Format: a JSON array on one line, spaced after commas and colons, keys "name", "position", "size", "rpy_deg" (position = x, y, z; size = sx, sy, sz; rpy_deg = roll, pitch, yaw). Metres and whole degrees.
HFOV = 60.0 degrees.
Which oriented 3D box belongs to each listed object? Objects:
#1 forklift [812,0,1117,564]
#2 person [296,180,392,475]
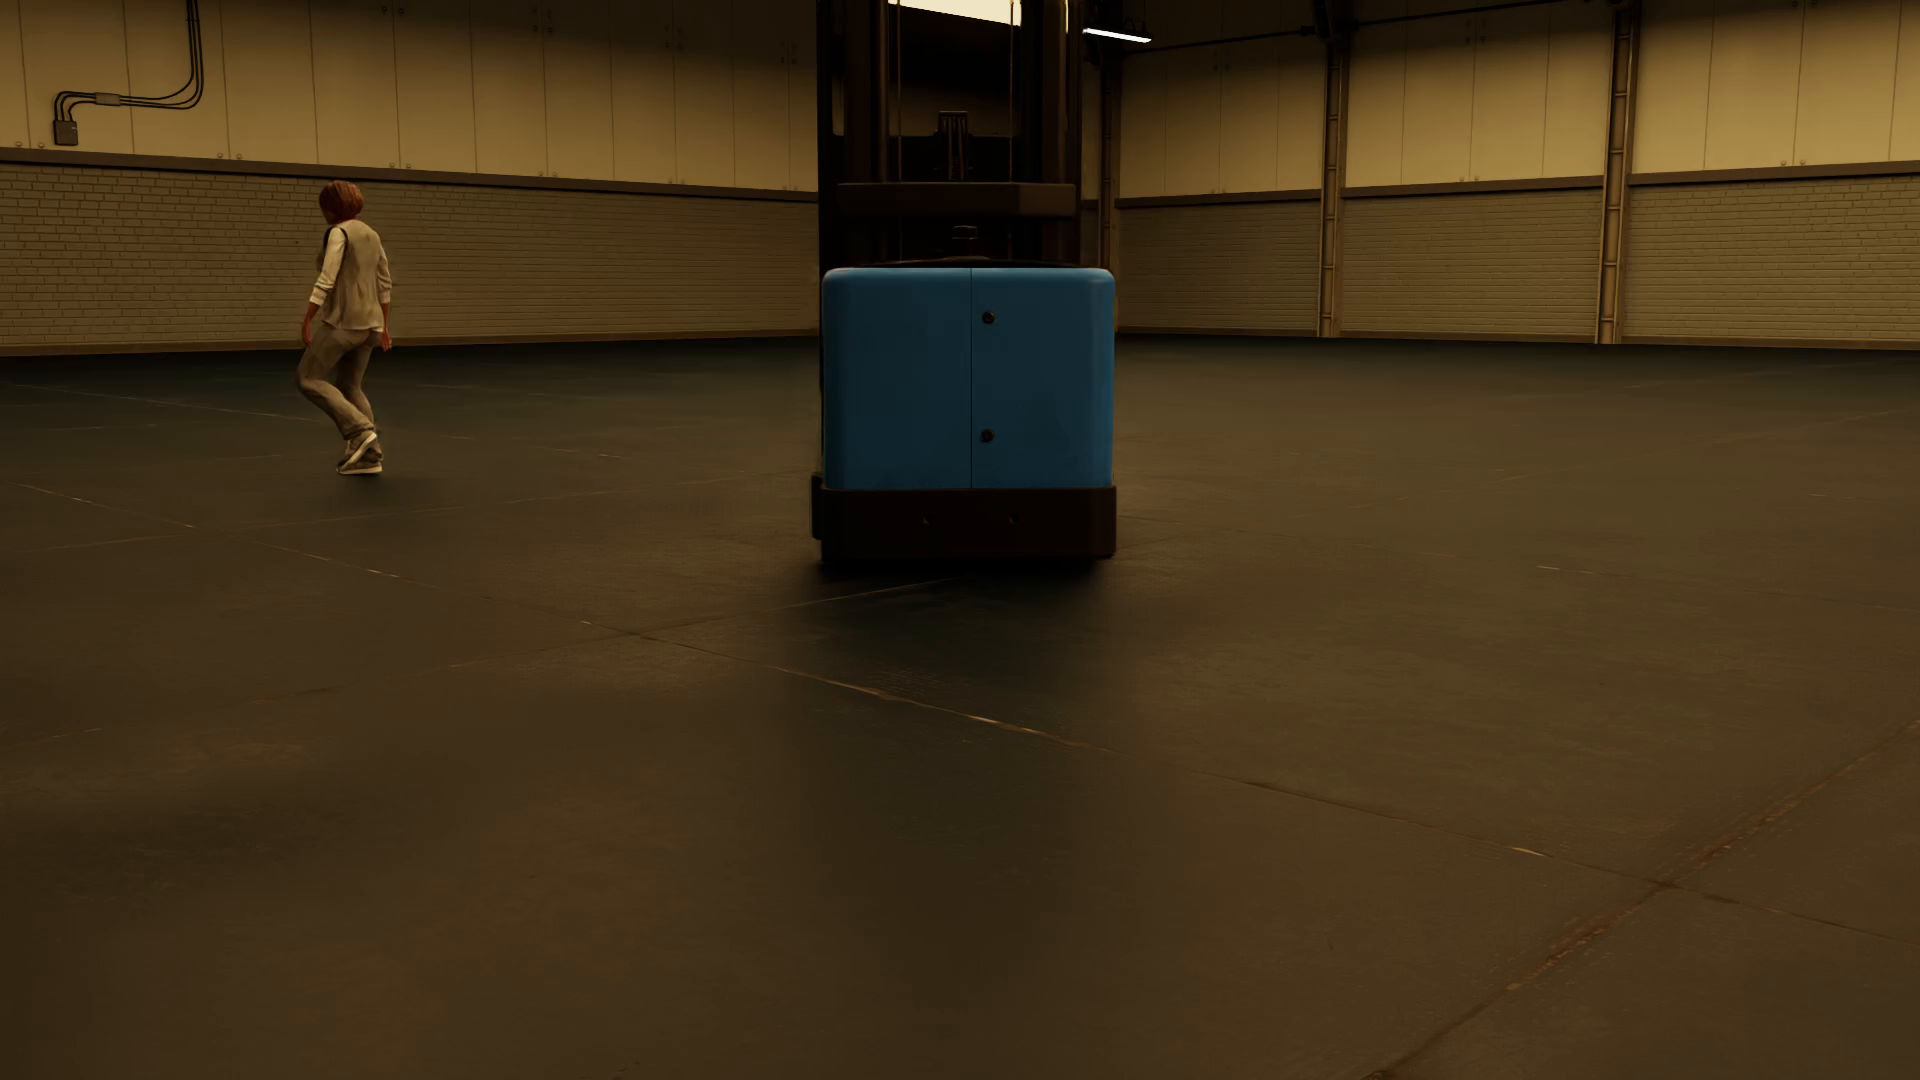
[{"name": "forklift", "position": [-0.060, -1.542, 7.113], "size": [1.130, 2.935, 3.031], "rpy_deg": [-1, 9, -4]}, {"name": "person", "position": [-3.308, -1.130, 8.940], "size": [0.419, 1.577, 0.566], "rpy_deg": [1, 9, 9]}]
